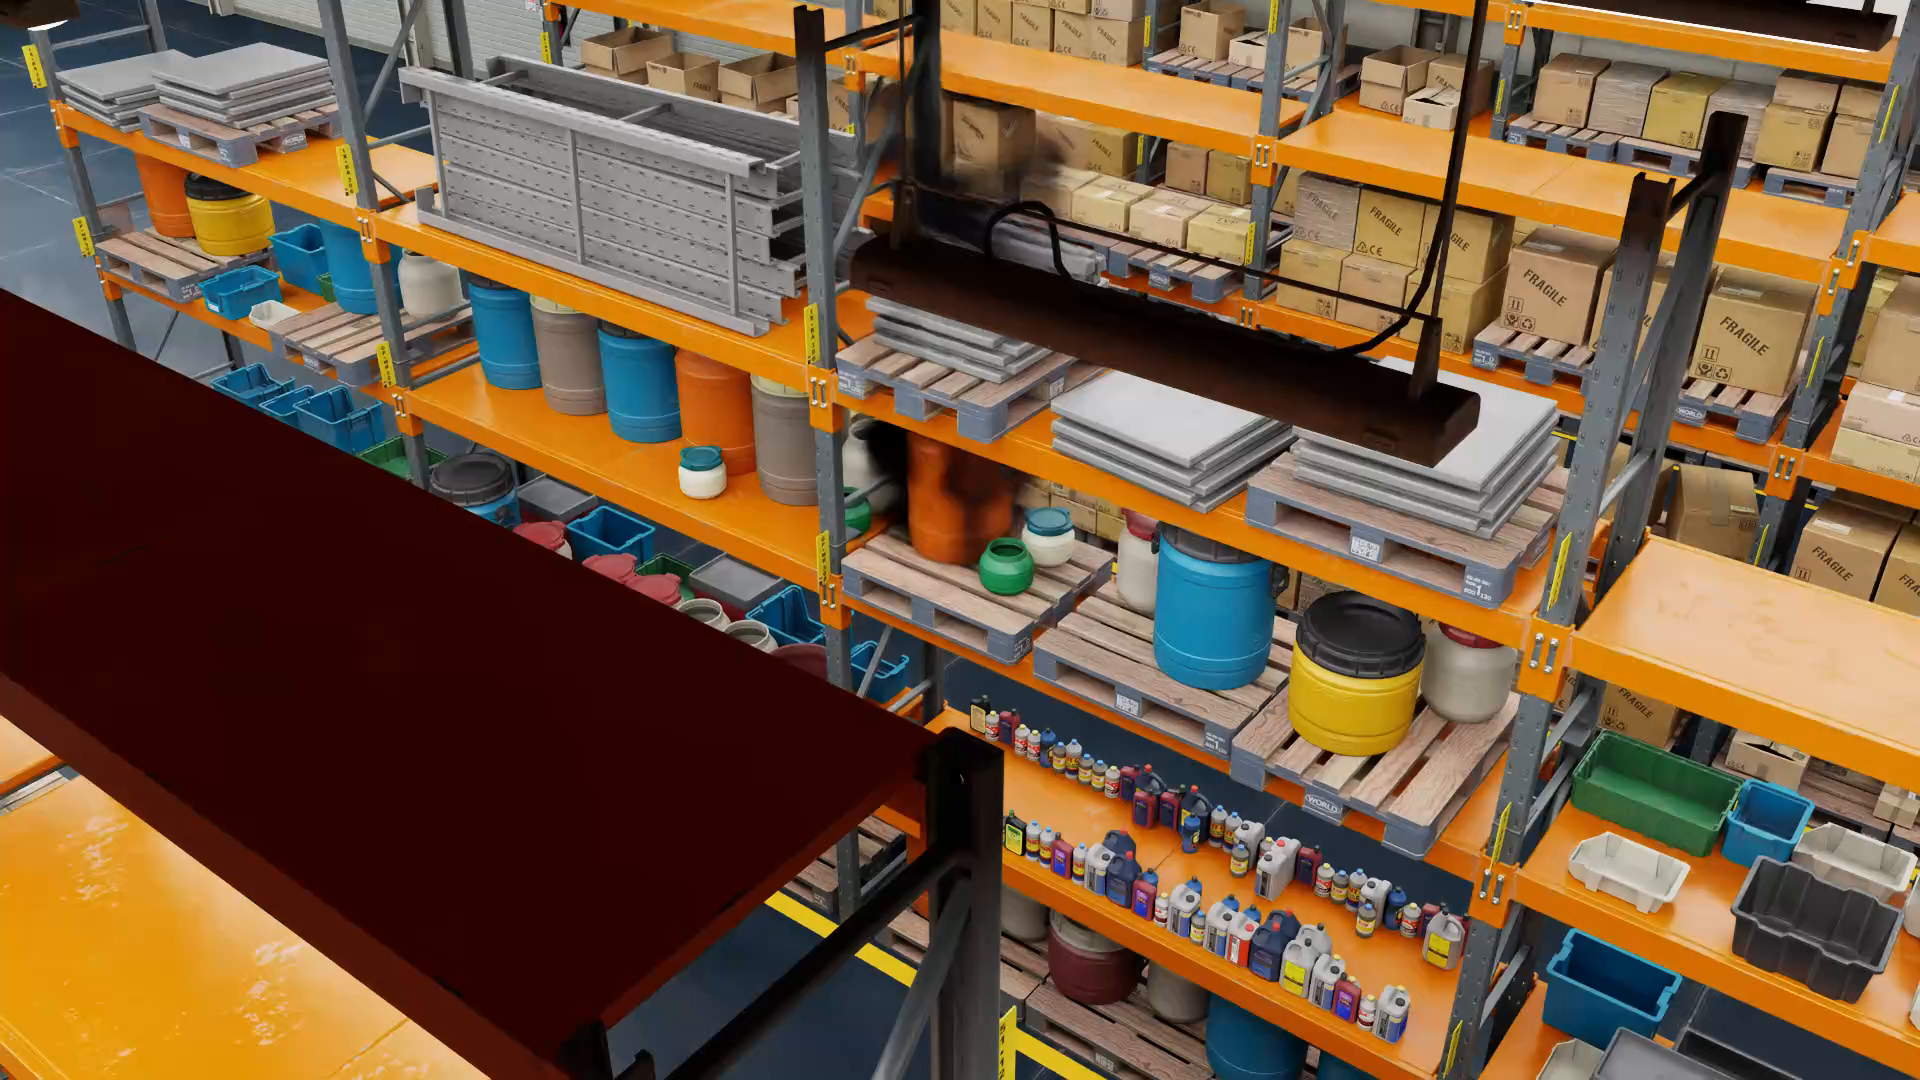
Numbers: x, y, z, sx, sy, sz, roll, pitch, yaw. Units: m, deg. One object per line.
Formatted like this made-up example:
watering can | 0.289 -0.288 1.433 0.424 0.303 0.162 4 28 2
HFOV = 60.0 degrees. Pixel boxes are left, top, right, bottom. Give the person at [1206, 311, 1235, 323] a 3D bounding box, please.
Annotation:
person | 2.409 -1.558 16.235 0.556 1.653 0.573 20 37 29
